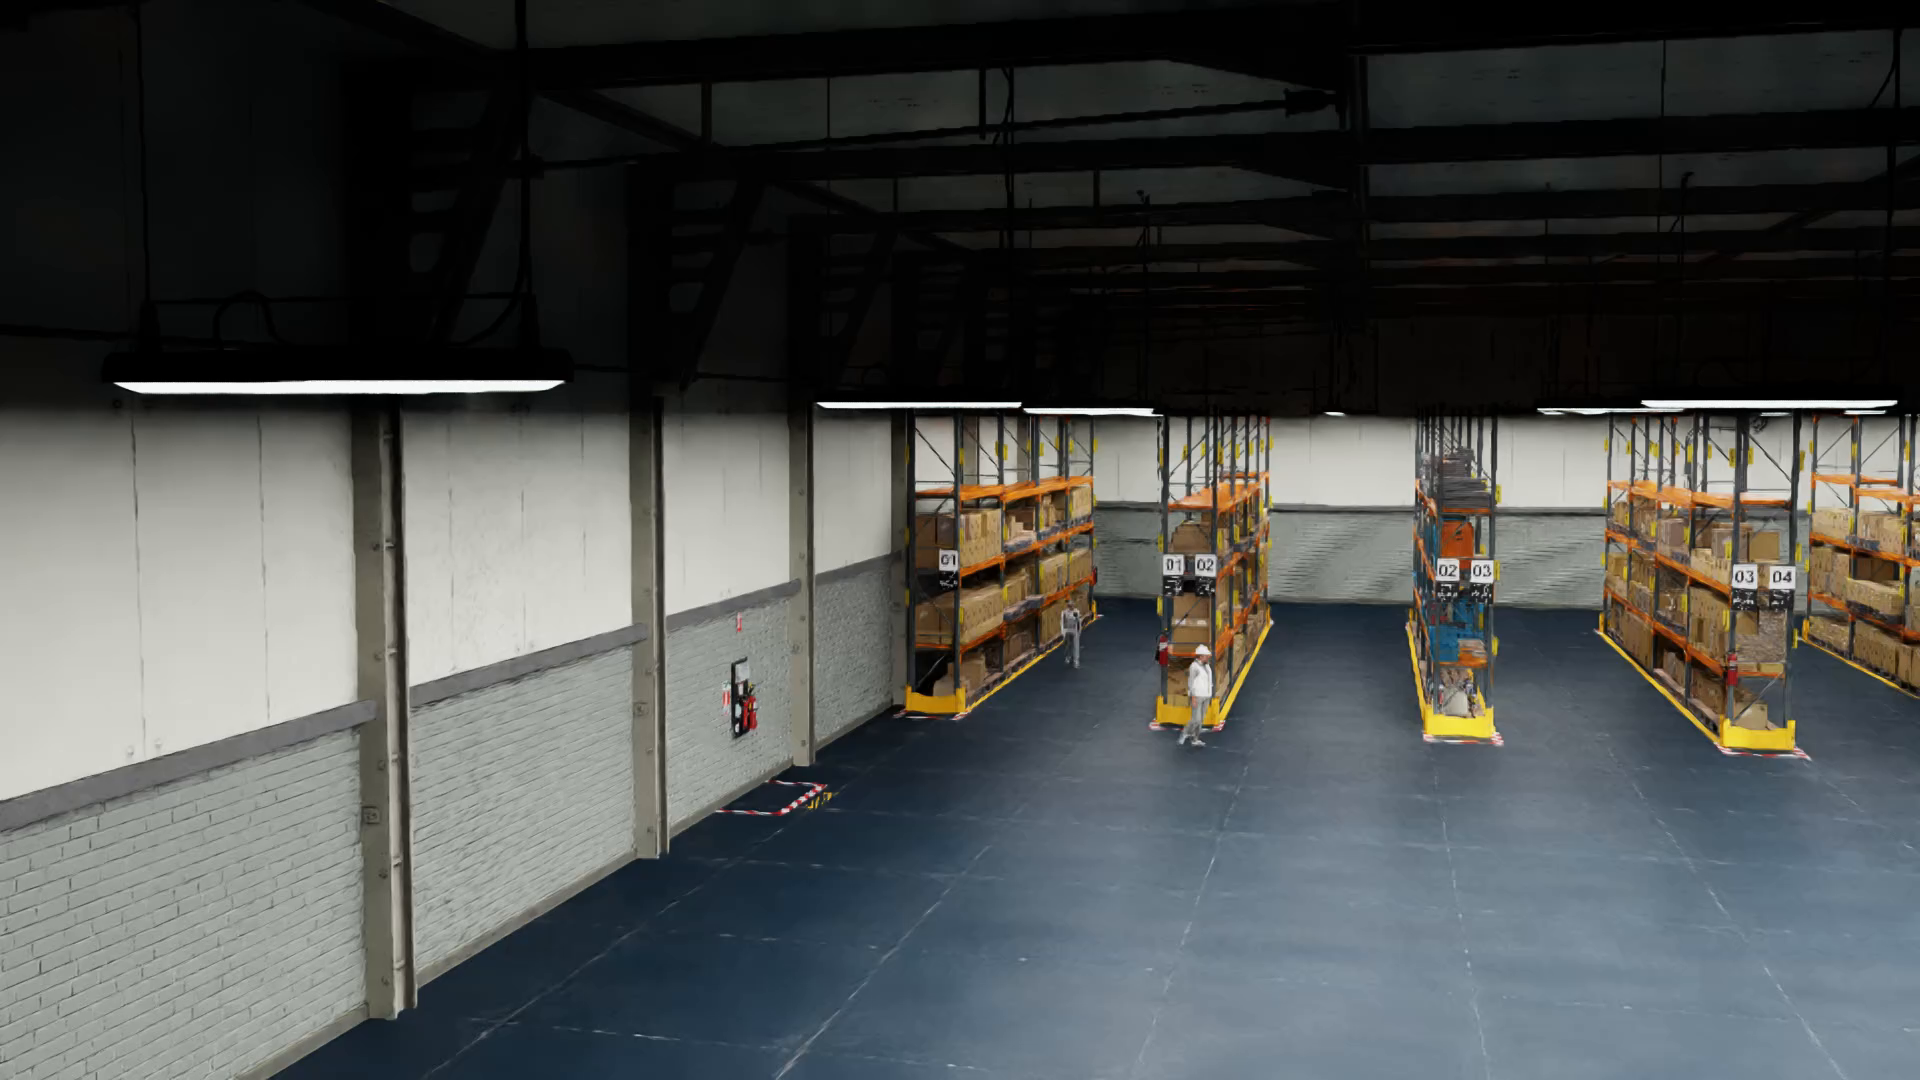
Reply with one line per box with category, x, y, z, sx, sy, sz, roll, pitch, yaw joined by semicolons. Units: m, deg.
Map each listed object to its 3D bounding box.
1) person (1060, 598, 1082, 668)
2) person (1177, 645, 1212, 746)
person;2.558;2.112;38.342;0.511;1.595;1.058;0;4;5
person;4.117;2.716;29.035;0.695;1.763;0.470;-4;6;-45
